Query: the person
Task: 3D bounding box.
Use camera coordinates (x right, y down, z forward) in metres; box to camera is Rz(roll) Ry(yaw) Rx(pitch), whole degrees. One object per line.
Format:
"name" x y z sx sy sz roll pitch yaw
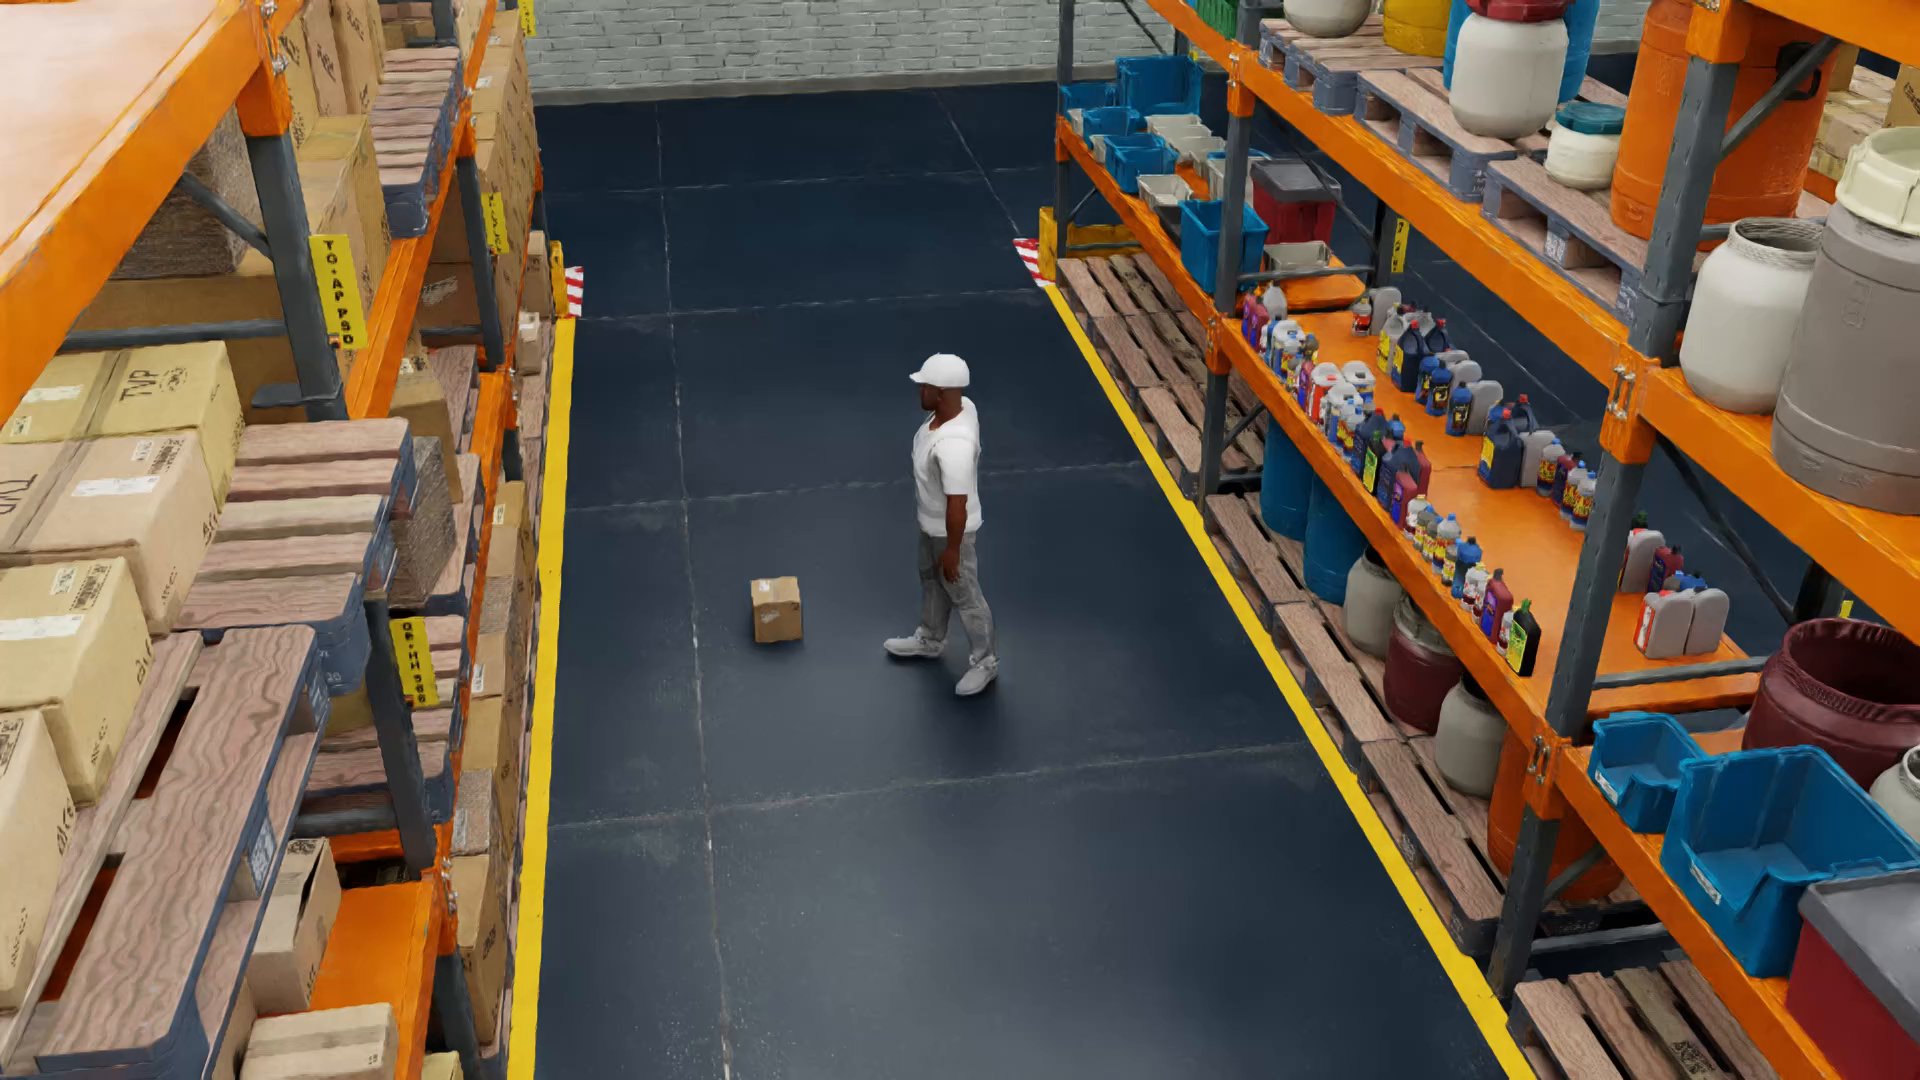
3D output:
"person" -0.103 -0.119 8.292 0.582 1.768 0.738 -3 31 -5
